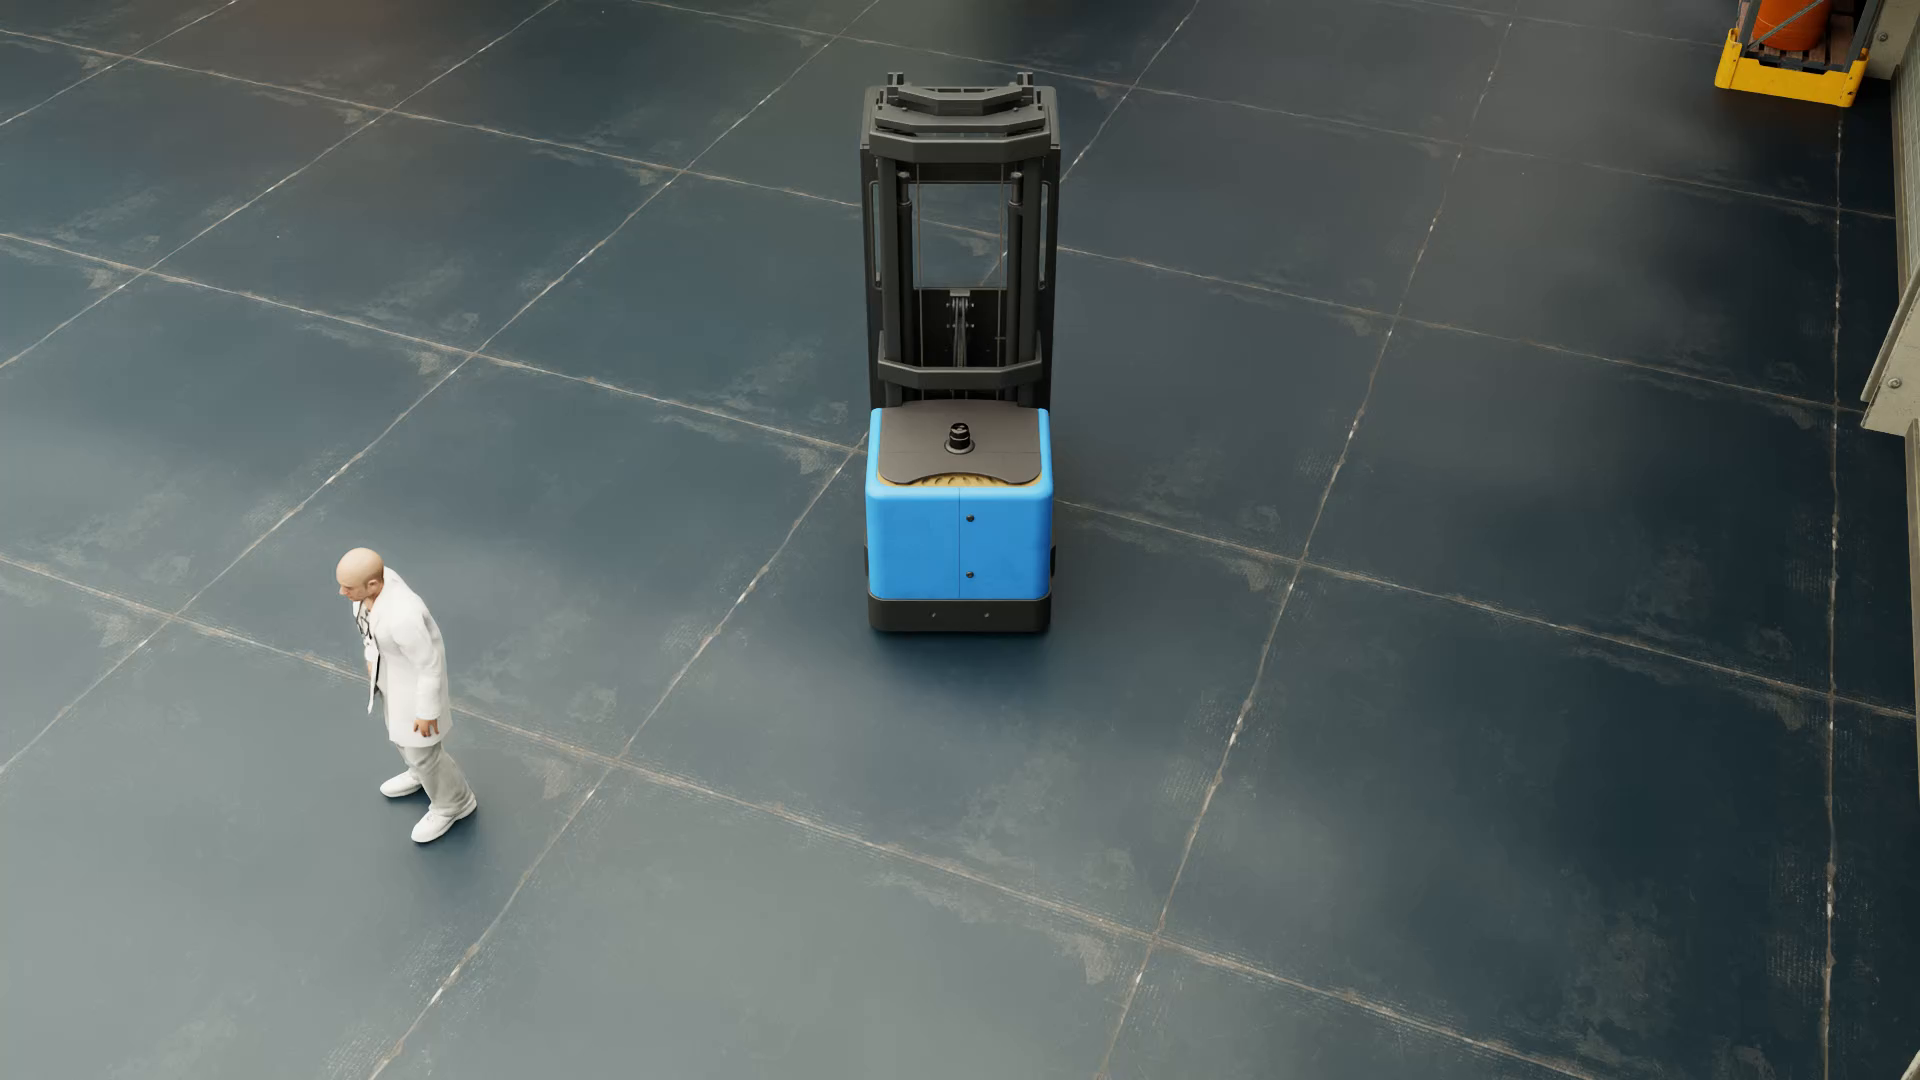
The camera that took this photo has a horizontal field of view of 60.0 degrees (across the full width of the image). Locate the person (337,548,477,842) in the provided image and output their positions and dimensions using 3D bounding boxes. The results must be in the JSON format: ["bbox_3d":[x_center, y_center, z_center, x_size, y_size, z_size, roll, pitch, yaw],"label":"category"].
[{"bbox_3d":[-2.696,0.707,8.065,0.436,1.772,0.646,-28,48,-30],"label":"person"}]

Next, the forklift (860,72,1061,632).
[{"bbox_3d":[0.002,-1.515,9.816,1.130,2.935,3.031,0,40,0],"label":"forklift"}]
